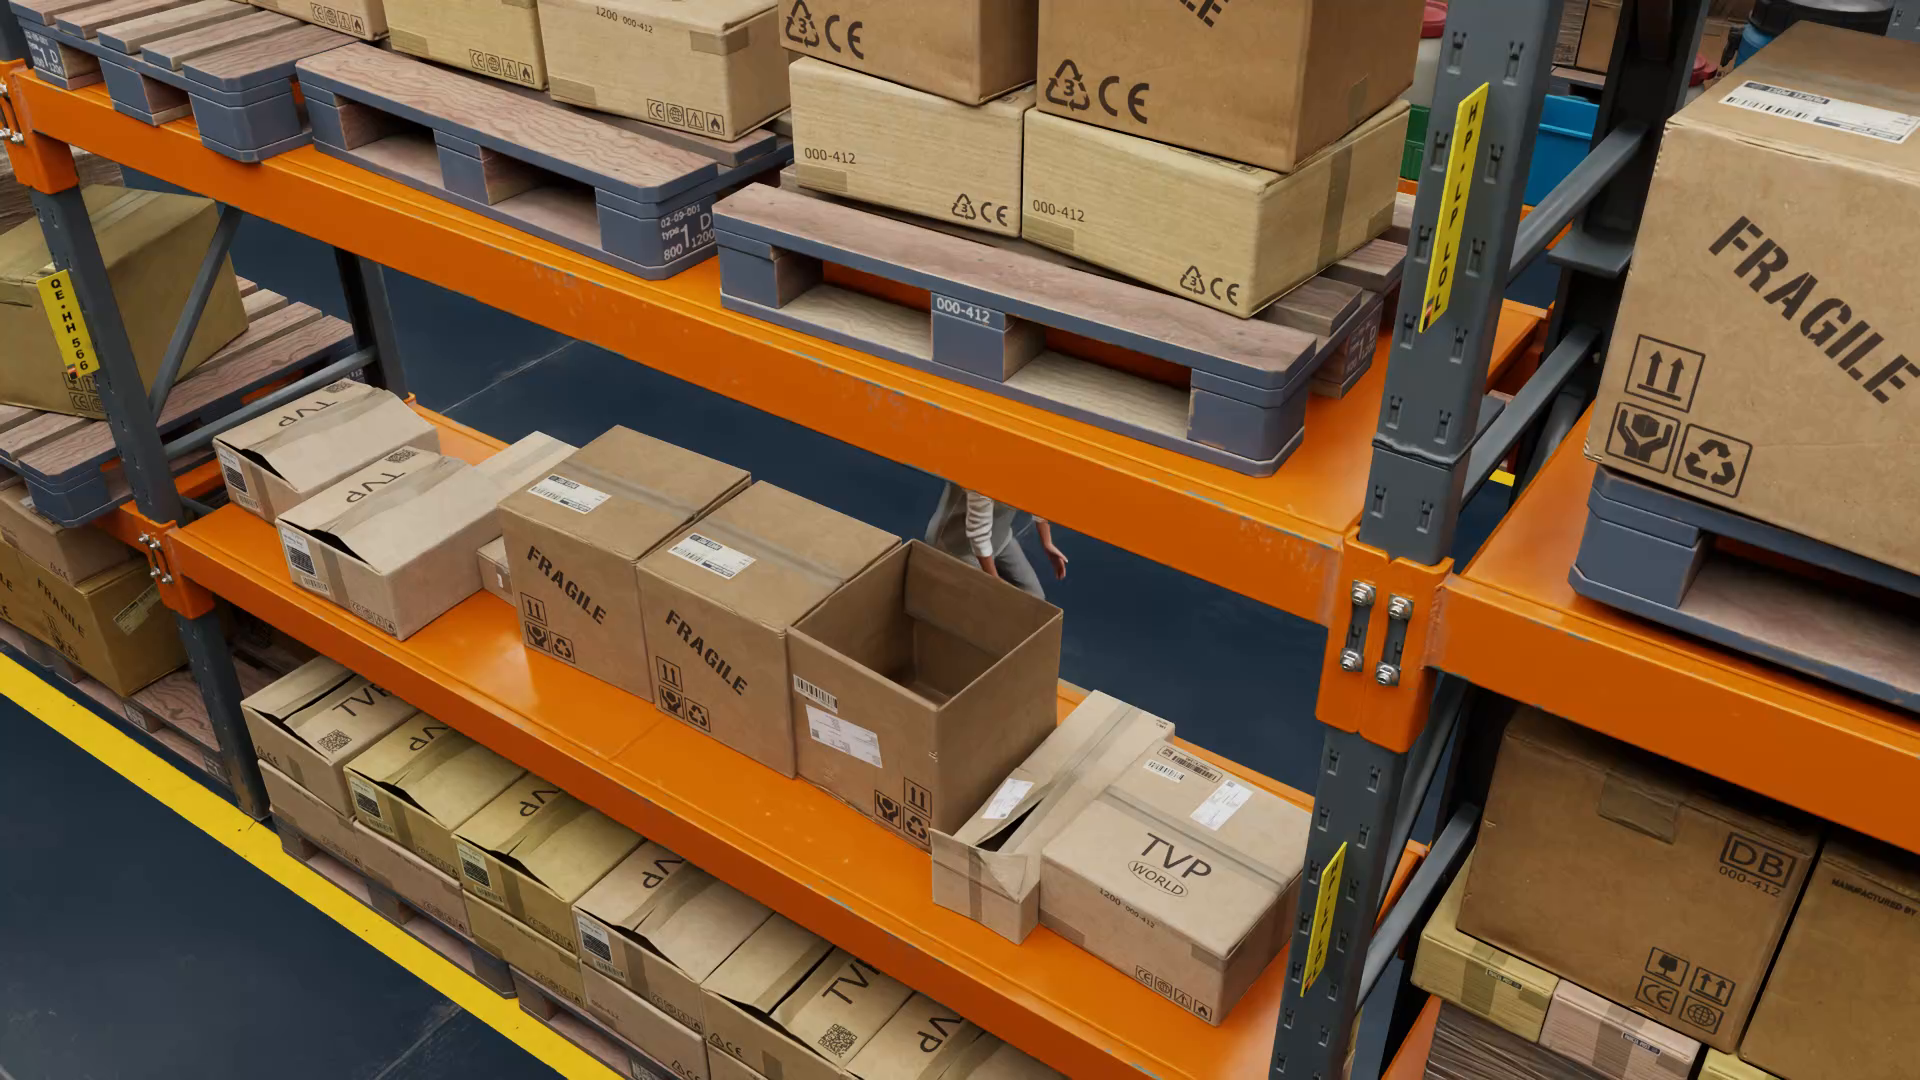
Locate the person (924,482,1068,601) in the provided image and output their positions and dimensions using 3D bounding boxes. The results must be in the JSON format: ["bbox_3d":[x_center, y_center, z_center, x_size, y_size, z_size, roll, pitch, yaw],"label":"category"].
[{"bbox_3d":[0.139,0.054,6.203,0.518,1.464,0.451,23,41,29],"label":"person"}]
